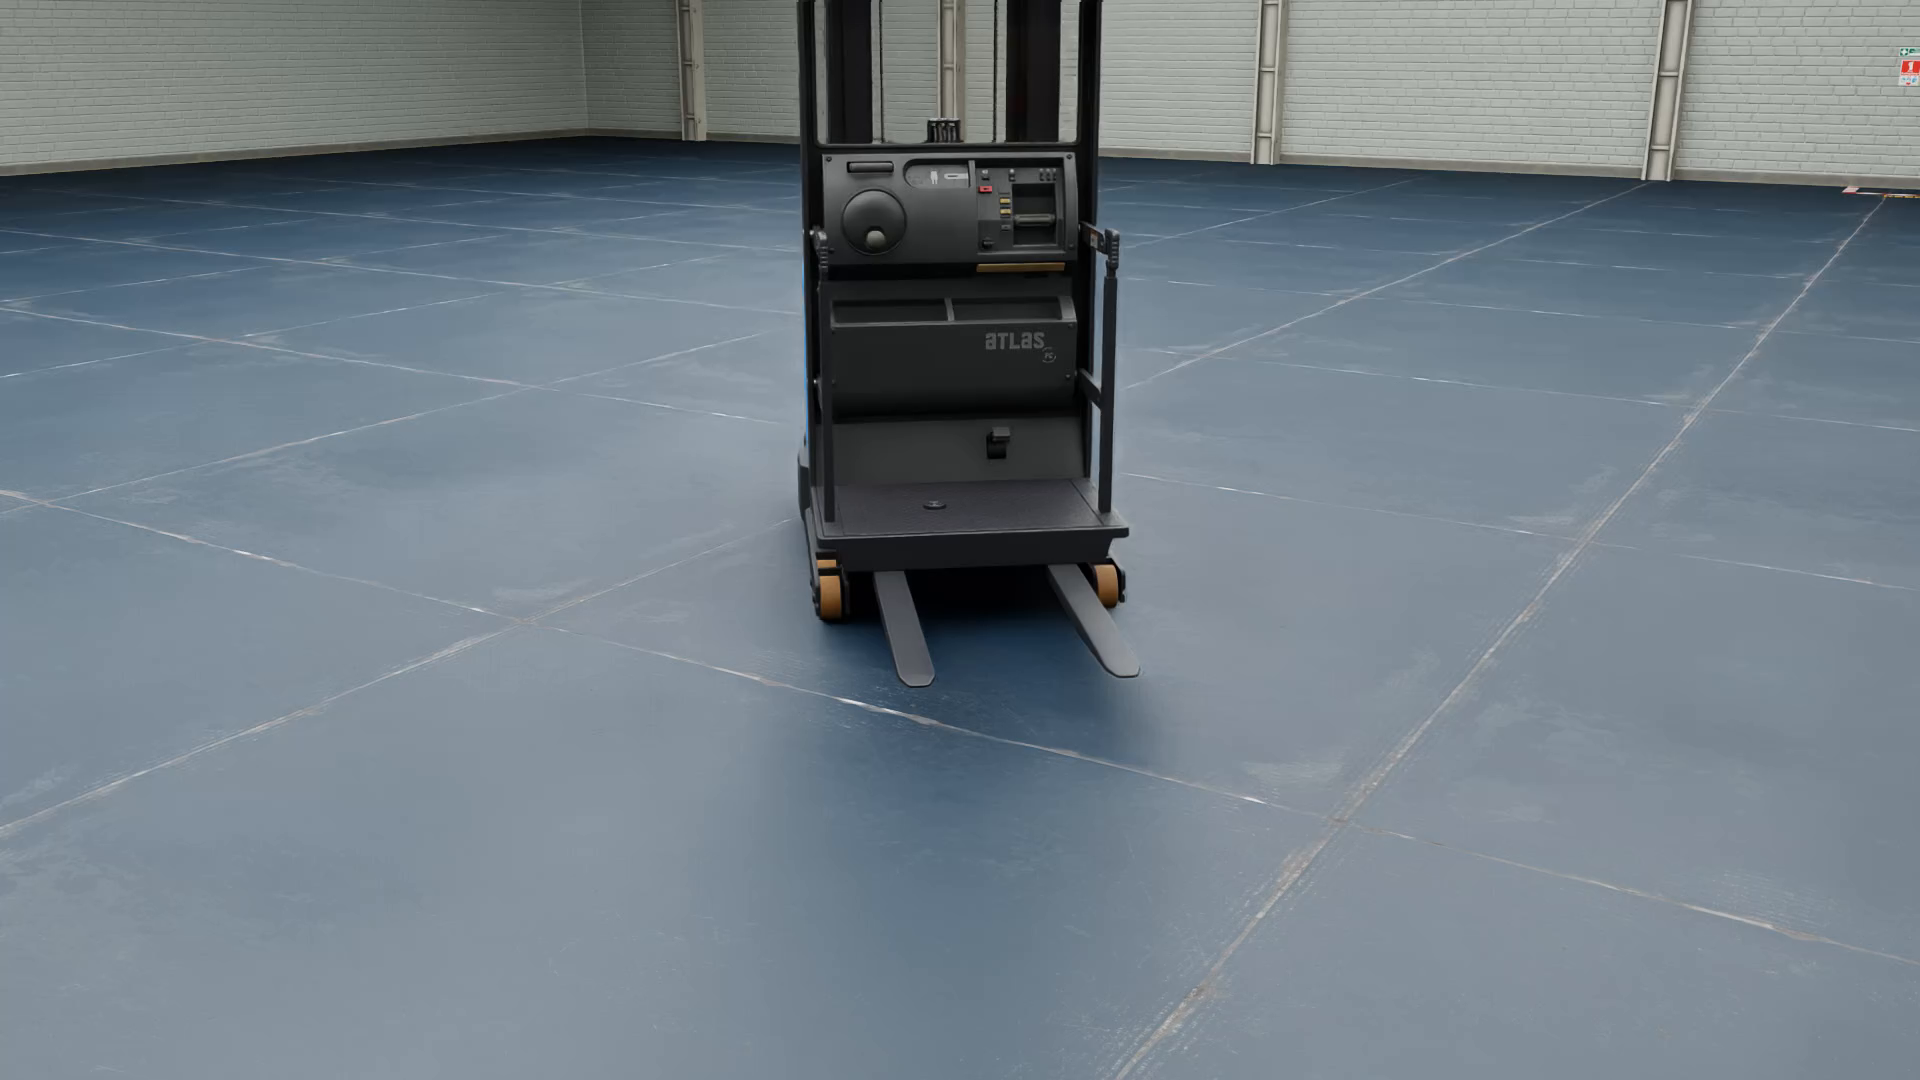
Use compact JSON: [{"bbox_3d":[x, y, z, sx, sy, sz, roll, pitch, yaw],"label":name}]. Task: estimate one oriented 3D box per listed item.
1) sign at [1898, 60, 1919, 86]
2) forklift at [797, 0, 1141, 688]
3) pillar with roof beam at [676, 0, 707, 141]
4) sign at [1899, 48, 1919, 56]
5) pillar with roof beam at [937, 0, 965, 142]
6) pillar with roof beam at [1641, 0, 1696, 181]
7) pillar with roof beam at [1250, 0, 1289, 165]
[{"bbox_3d":[12.680,-6.237,22.193,0.234,0.329,0.001,10,20,30],"label":"sign"},{"bbox_3d":[-0.004,-1.221,5.859,1.130,2.935,3.031,-2,17,-7],"label":"forklift"},{"bbox_3d":[-7.521,-11.180,28.204,0.400,9.000,9.100,10,20,30],"label":"pillar with roof beam"},{"bbox_3d":[12.679,-6.488,22.106,0.331,0.109,0.001,10,20,30],"label":"sign"},{"bbox_3d":[-2.408,-10.268,25.200,0.400,9.000,9.100,10,20,30],"label":"pillar with roof beam"},{"bbox_3d":[7.817,-8.442,19.191,0.400,9.000,9.100,10,20,30],"label":"pillar with roof beam"},{"bbox_3d":[2.704,-9.355,22.195,0.400,9.000,9.100,10,20,30],"label":"pillar with roof beam"}]
